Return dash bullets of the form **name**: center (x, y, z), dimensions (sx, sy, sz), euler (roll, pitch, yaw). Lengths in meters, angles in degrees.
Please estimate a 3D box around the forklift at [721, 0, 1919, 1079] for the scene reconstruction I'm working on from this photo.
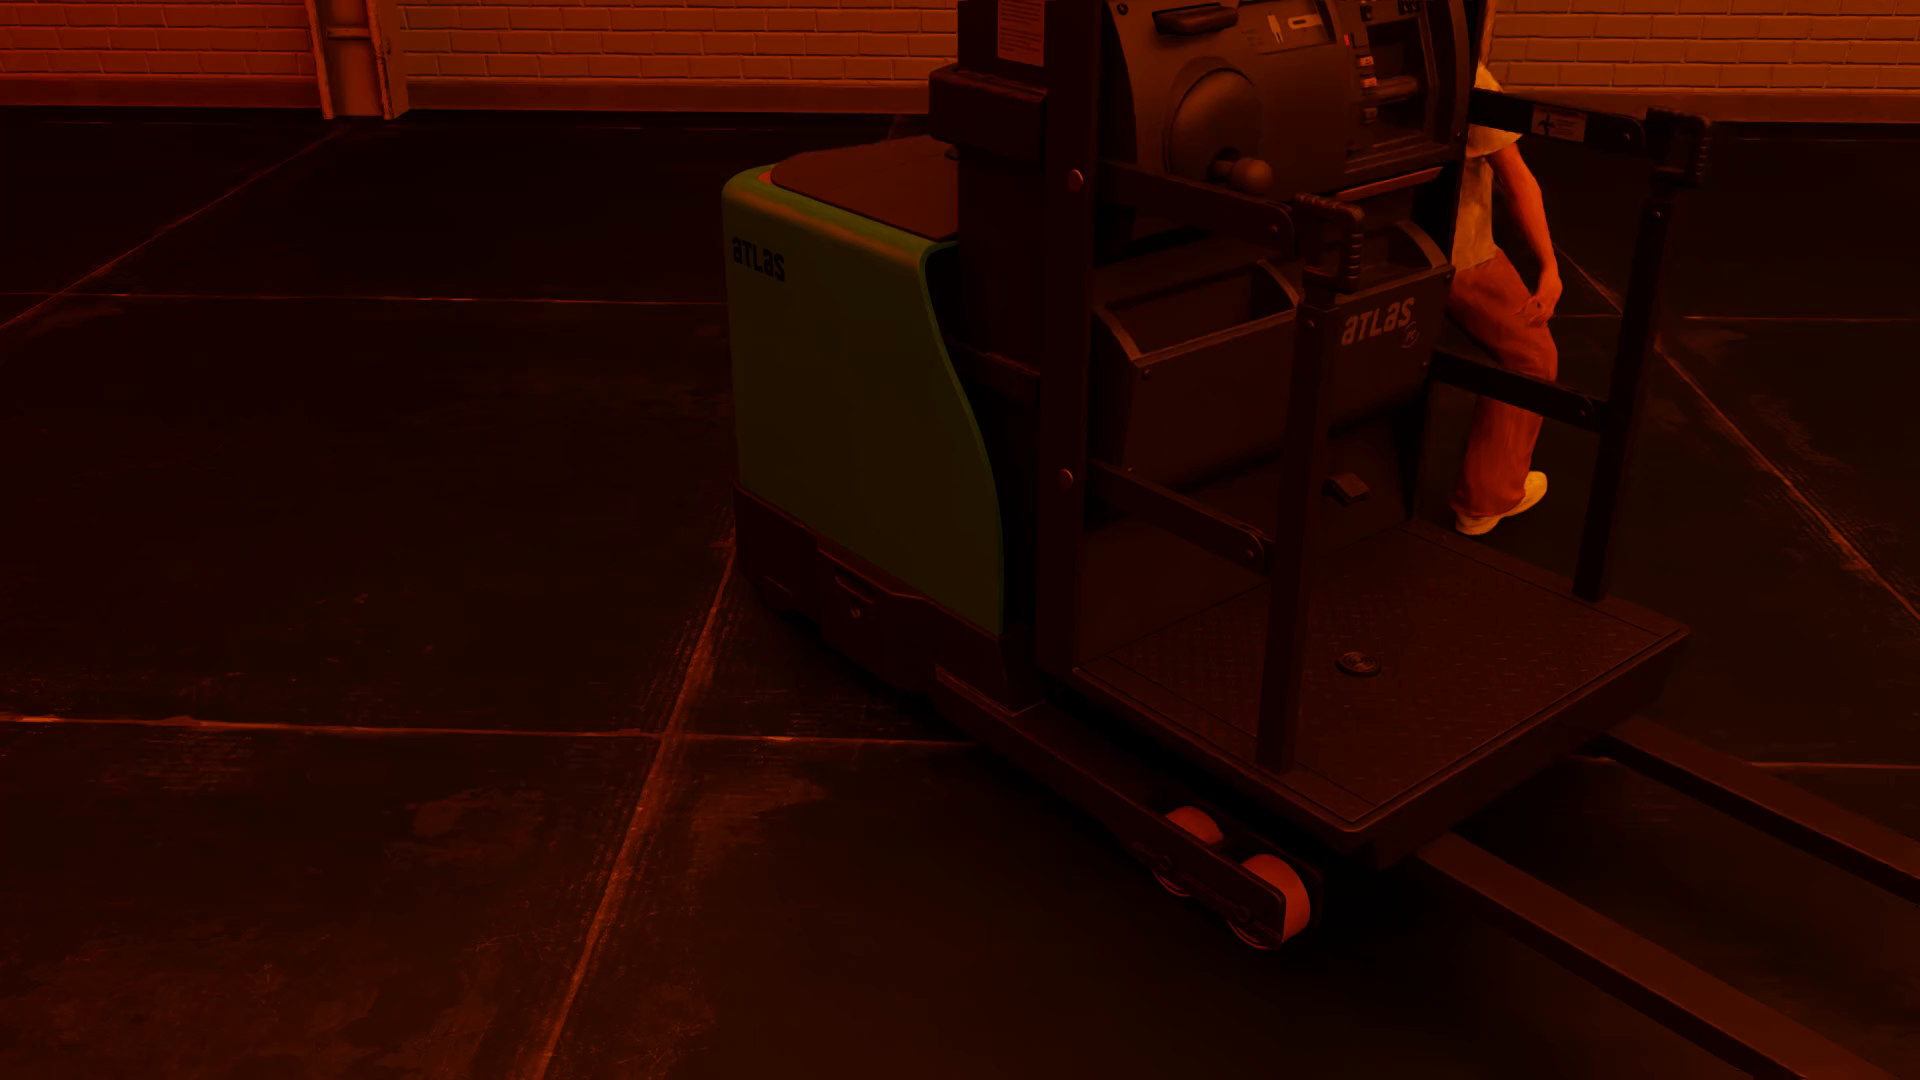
- **forklift**: center (0.760, -0.825, 2.880), dimensions (1.130, 2.935, 3.031), euler (-20, 33, -35)

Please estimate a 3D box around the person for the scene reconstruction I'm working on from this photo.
- **person**: center (1.231, -0.719, 4.208), dimensions (0.649, 1.584, 0.810), euler (21, 33, 36)
